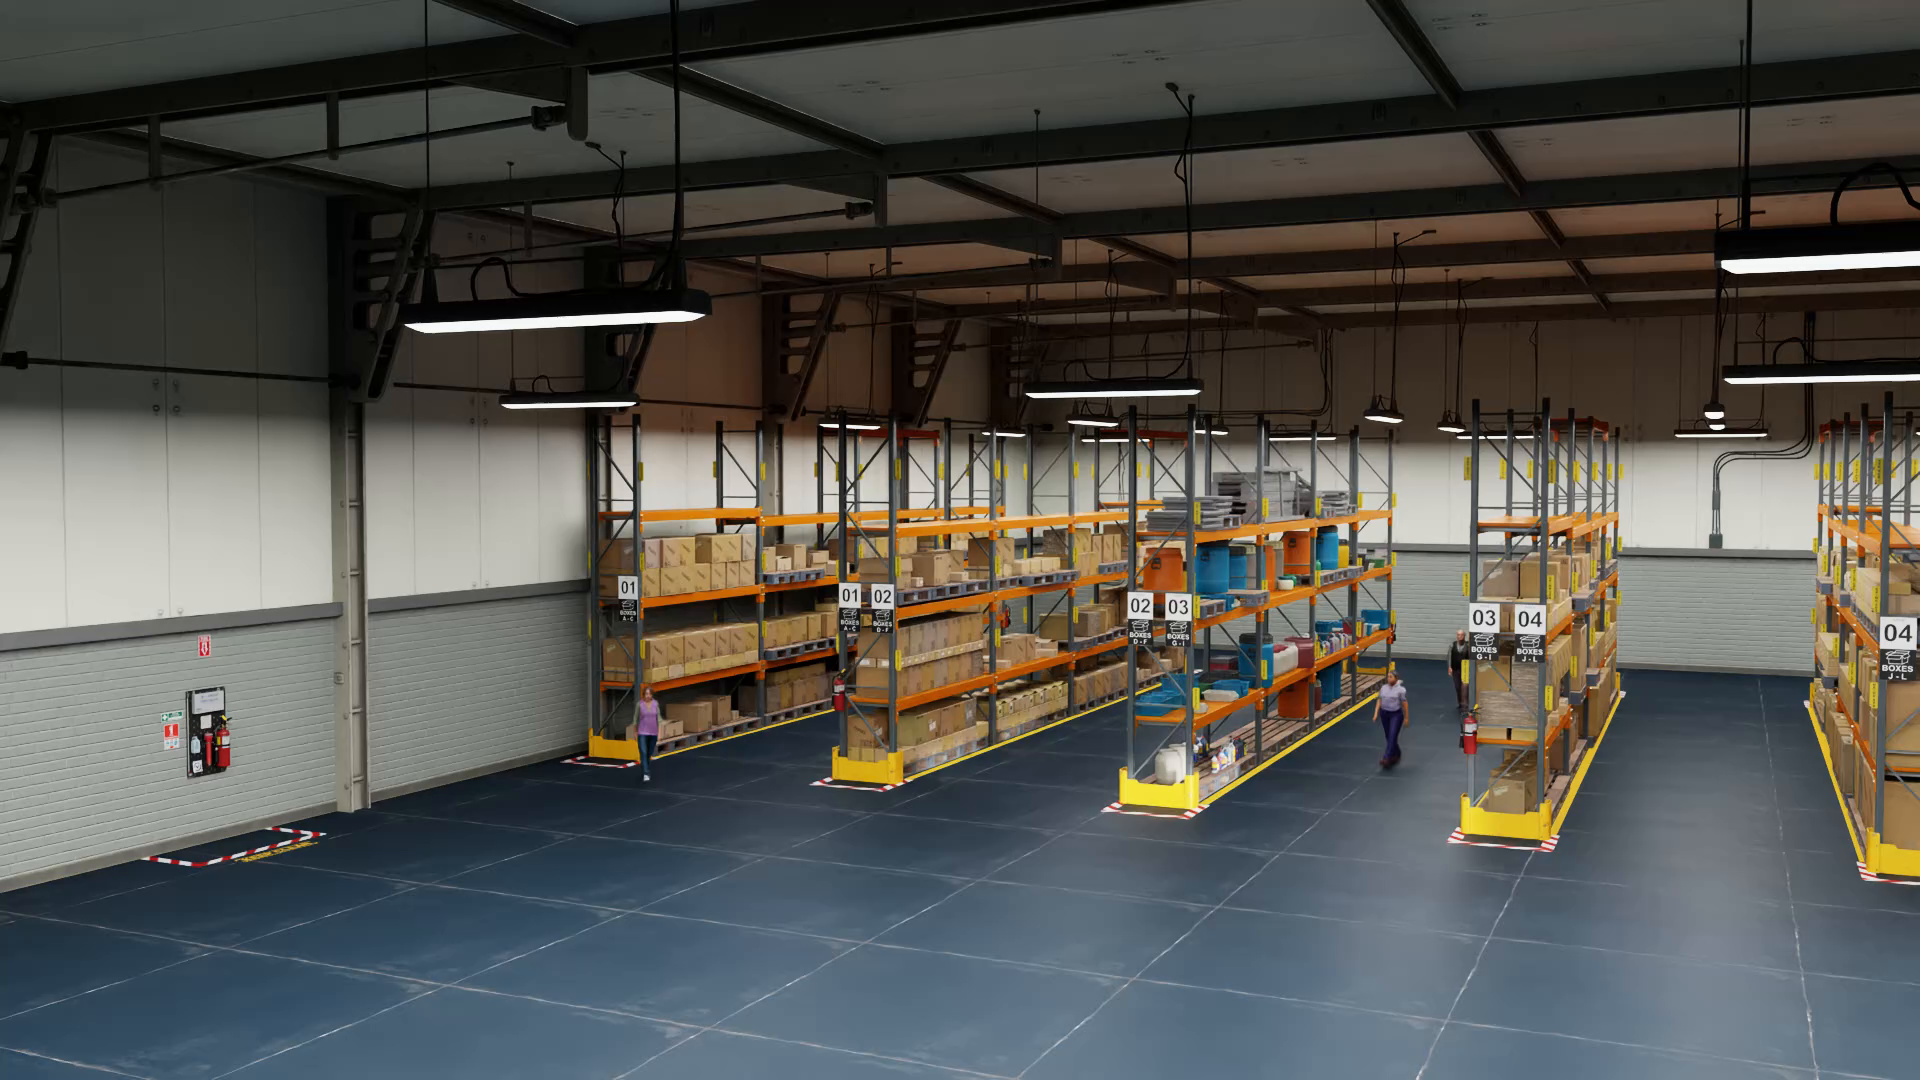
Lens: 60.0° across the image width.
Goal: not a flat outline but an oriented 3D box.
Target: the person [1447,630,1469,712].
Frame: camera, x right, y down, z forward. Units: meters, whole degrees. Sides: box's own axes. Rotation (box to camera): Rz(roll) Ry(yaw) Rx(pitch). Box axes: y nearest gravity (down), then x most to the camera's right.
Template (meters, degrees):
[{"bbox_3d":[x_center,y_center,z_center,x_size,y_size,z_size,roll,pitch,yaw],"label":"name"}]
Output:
[{"bbox_3d":[10.414,2.711,34.610,0.569,1.675,0.959,2,3,33],"label":"person"}]

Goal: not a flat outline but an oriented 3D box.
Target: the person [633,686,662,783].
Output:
[{"bbox_3d":[-5.001,3.109,26.673,0.452,1.538,0.993,-1,3,-29],"label":"person"}]

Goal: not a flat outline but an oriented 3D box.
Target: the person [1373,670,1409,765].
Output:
[{"bbox_3d":[7.296,3.019,28.342,0.987,1.594,0.508,-2,3,-43],"label":"person"}]
